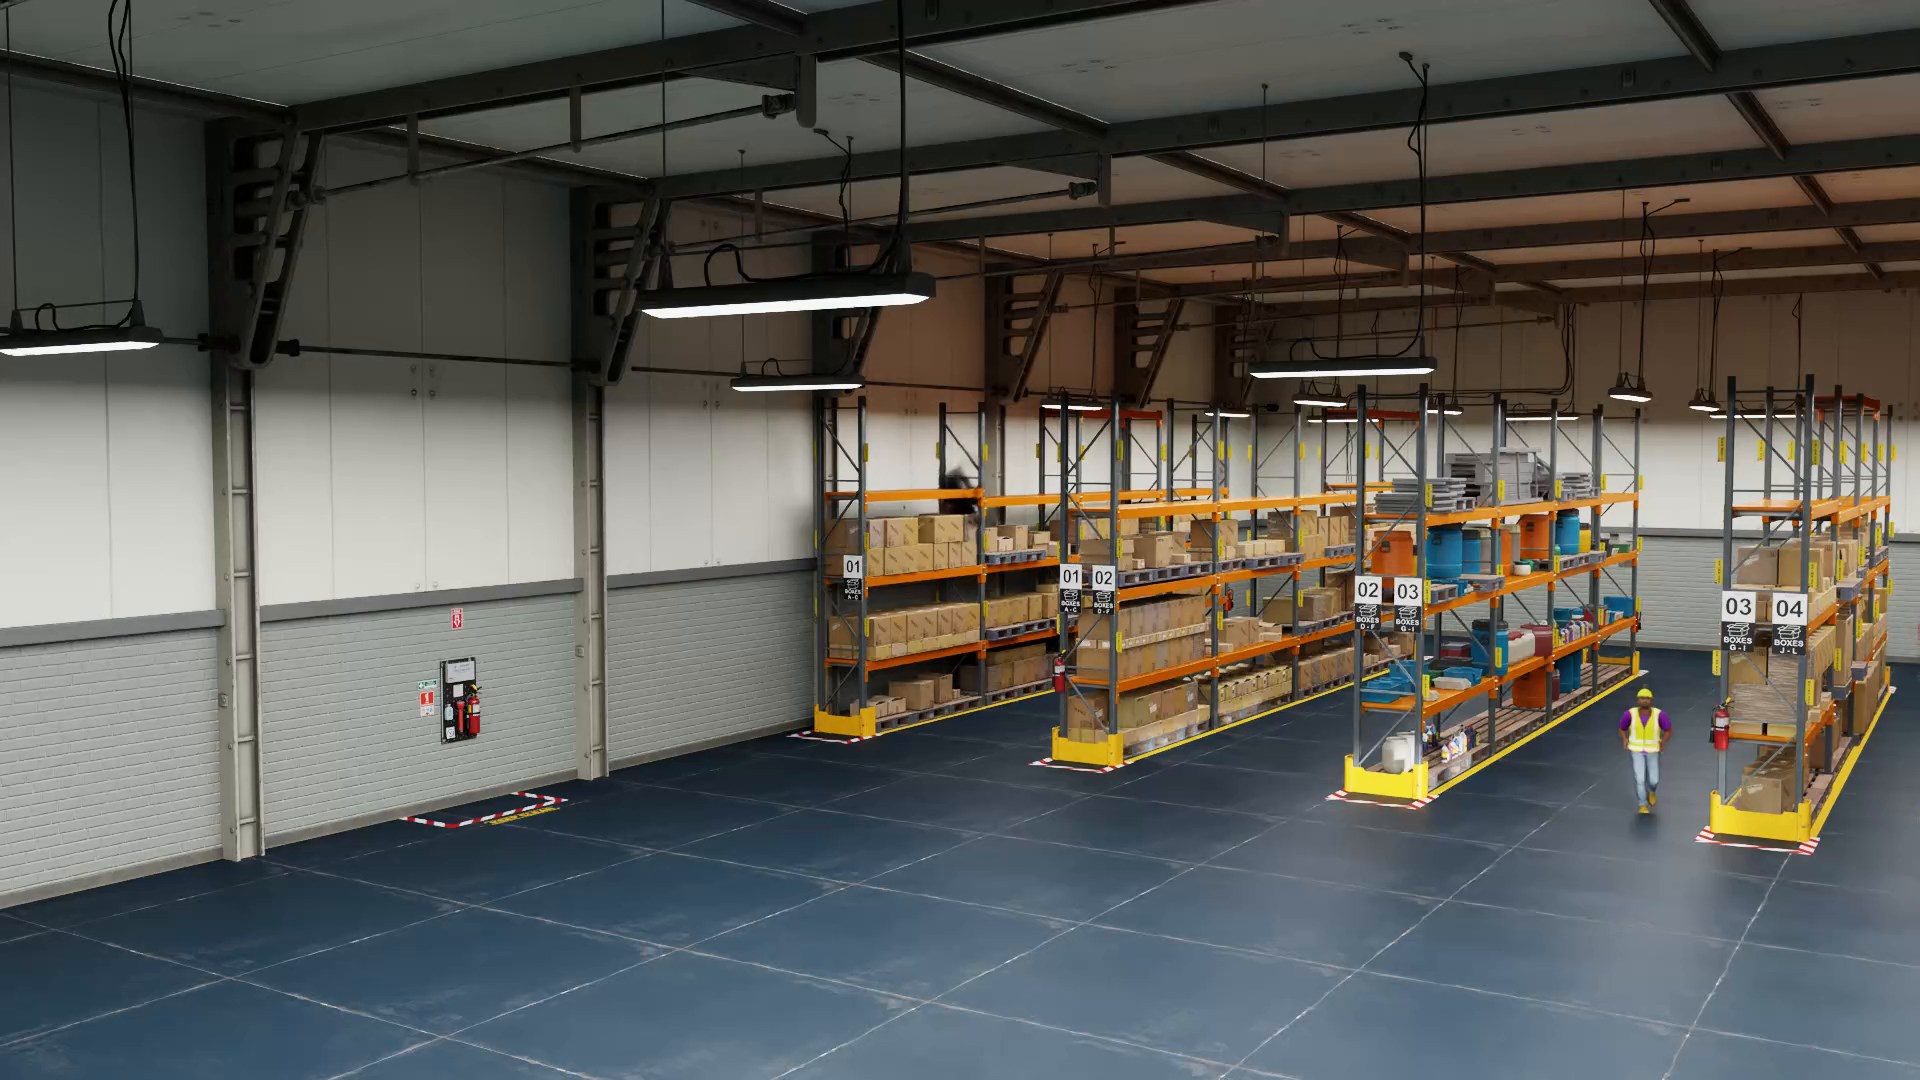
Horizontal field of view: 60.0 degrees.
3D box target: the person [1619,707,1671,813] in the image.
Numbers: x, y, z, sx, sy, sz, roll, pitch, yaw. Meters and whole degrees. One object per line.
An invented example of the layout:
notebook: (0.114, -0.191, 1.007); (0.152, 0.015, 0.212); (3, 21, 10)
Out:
person: (9.520, 3.047, 23.139); (0.671, 1.474, 0.495); (1, 3, 23)
